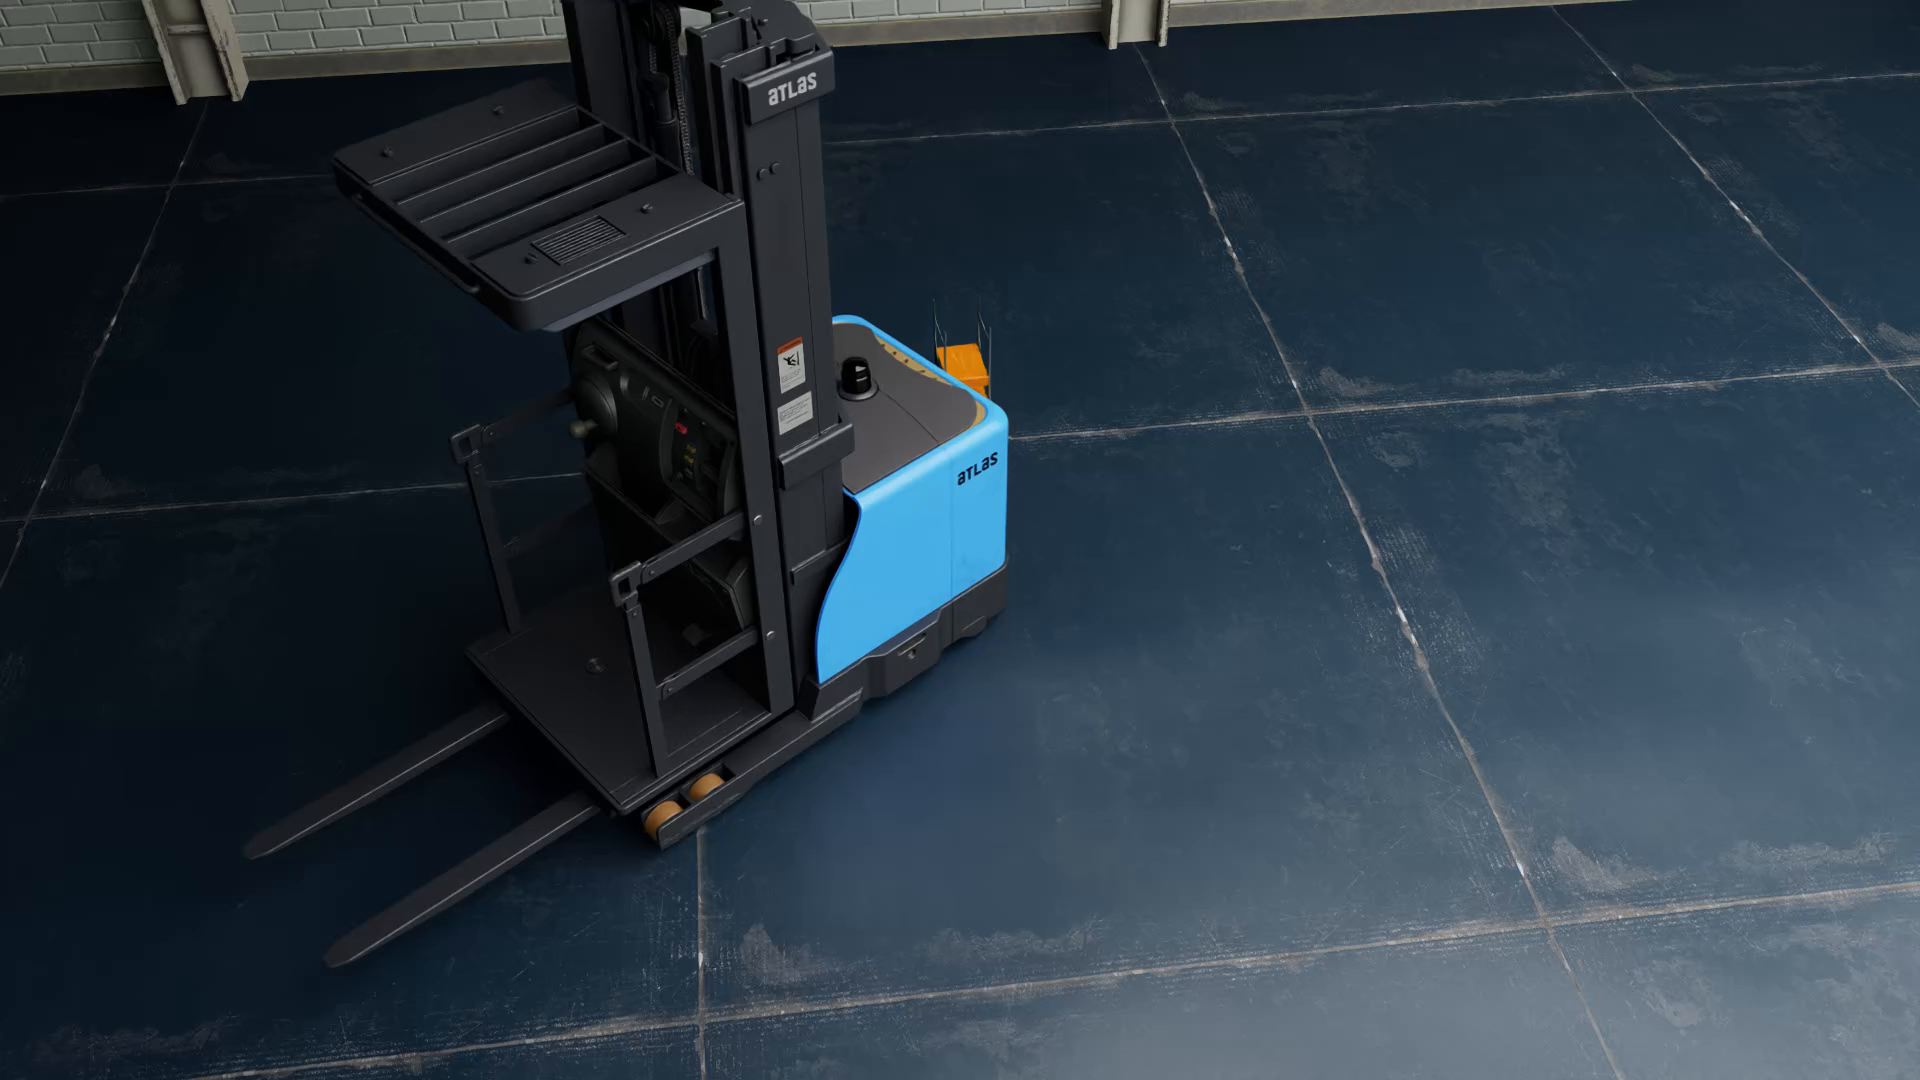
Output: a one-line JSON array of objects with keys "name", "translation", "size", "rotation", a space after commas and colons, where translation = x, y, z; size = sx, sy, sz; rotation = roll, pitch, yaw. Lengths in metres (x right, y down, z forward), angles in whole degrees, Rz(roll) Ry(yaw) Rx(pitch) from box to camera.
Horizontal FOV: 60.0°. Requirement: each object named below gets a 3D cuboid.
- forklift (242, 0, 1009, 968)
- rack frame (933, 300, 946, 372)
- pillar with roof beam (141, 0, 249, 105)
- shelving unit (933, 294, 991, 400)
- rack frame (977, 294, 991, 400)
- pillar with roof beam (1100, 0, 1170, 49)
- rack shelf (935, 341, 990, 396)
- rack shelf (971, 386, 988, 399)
[{"name": "forklift", "translation": [-1.220, -0.347, 5.662], "size": [3.031, 2.935, 1.130], "rotation": [-32, 51, -30]}, {"name": "rack frame", "translation": [-0.082, -0.452, 7.070], "size": [0.006, 1.200, 0.240], "rotation": [-8, 43, -9]}, {"name": "pillar with roof beam", "translation": [-4.225, -3.357, 4.468], "size": [0.400, 9.000, 9.100], "rotation": [-5, 42, -6]}, {"name": "shelving unit", "translation": [0.008, -0.464, 7.084], "size": [0.189, 1.200, 0.258], "rotation": [-8, 43, -9]}, {"name": "rack frame", "translation": [0.098, -0.477, 7.097], "size": [0.006, 1.200, 0.240], "rotation": [-8, 43, -9]}, {"name": "pillar with roof beam", "translation": [1.725, -3.878, 5.045], "size": [0.400, 9.000, 9.100], "rotation": [-5, 42, -6]}, {"name": "rack shelf", "translation": [0.008, -0.699, 6.873], "size": [0.180, 0.103, 0.258], "rotation": [-8, 43, -9]}, {"name": "rack shelf", "translation": [0.008, -0.610, 6.953], "size": [0.180, 0.103, 0.258], "rotation": [-8, 43, -9]}]
